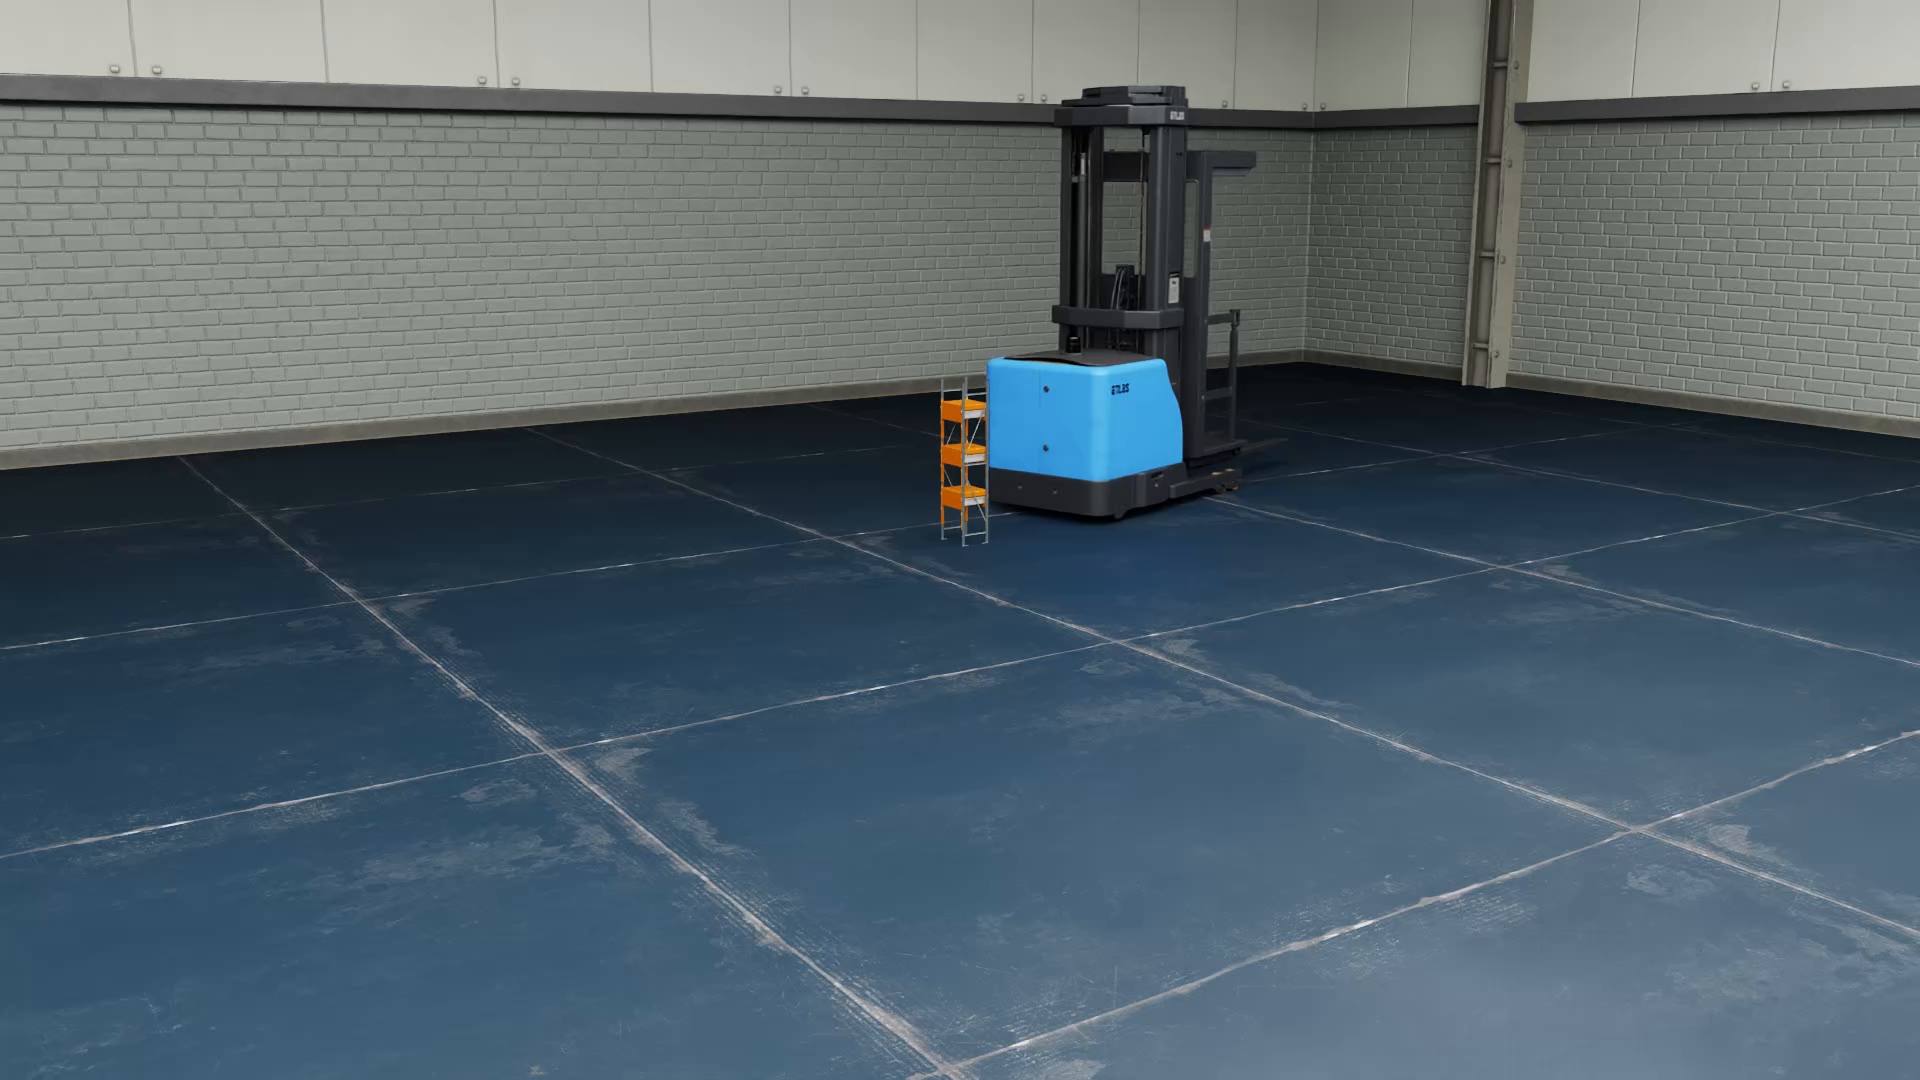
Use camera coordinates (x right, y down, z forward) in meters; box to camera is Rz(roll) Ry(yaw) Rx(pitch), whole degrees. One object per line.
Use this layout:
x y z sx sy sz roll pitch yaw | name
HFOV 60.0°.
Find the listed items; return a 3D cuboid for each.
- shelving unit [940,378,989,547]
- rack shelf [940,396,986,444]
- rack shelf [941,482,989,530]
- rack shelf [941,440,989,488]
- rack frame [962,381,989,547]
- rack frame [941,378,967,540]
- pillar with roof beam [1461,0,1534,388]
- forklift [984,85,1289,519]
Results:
0.030 -0.503 10.706 0.215 1.050 0.252 -8 15 -33 | shelving unit
0.030 -0.770 10.648 0.215 0.259 0.240 -8 15 -33 | rack shelf
0.030 -0.222 10.768 0.215 0.259 0.240 -8 15 -33 | rack shelf
0.030 -0.493 10.708 0.215 0.259 0.240 -8 15 -33 | rack shelf
0.097 -0.482 10.607 0.200 1.050 0.008 -8 15 -33 | rack frame
-0.038 -0.525 10.805 0.200 1.050 0.008 -8 15 -33 | rack frame
2.364 -5.639 15.582 9.100 9.000 0.400 -8 15 -33 | pillar with roof beam
1.485 -1.834 12.387 1.130 2.935 3.031 10 16 38 | forklift
